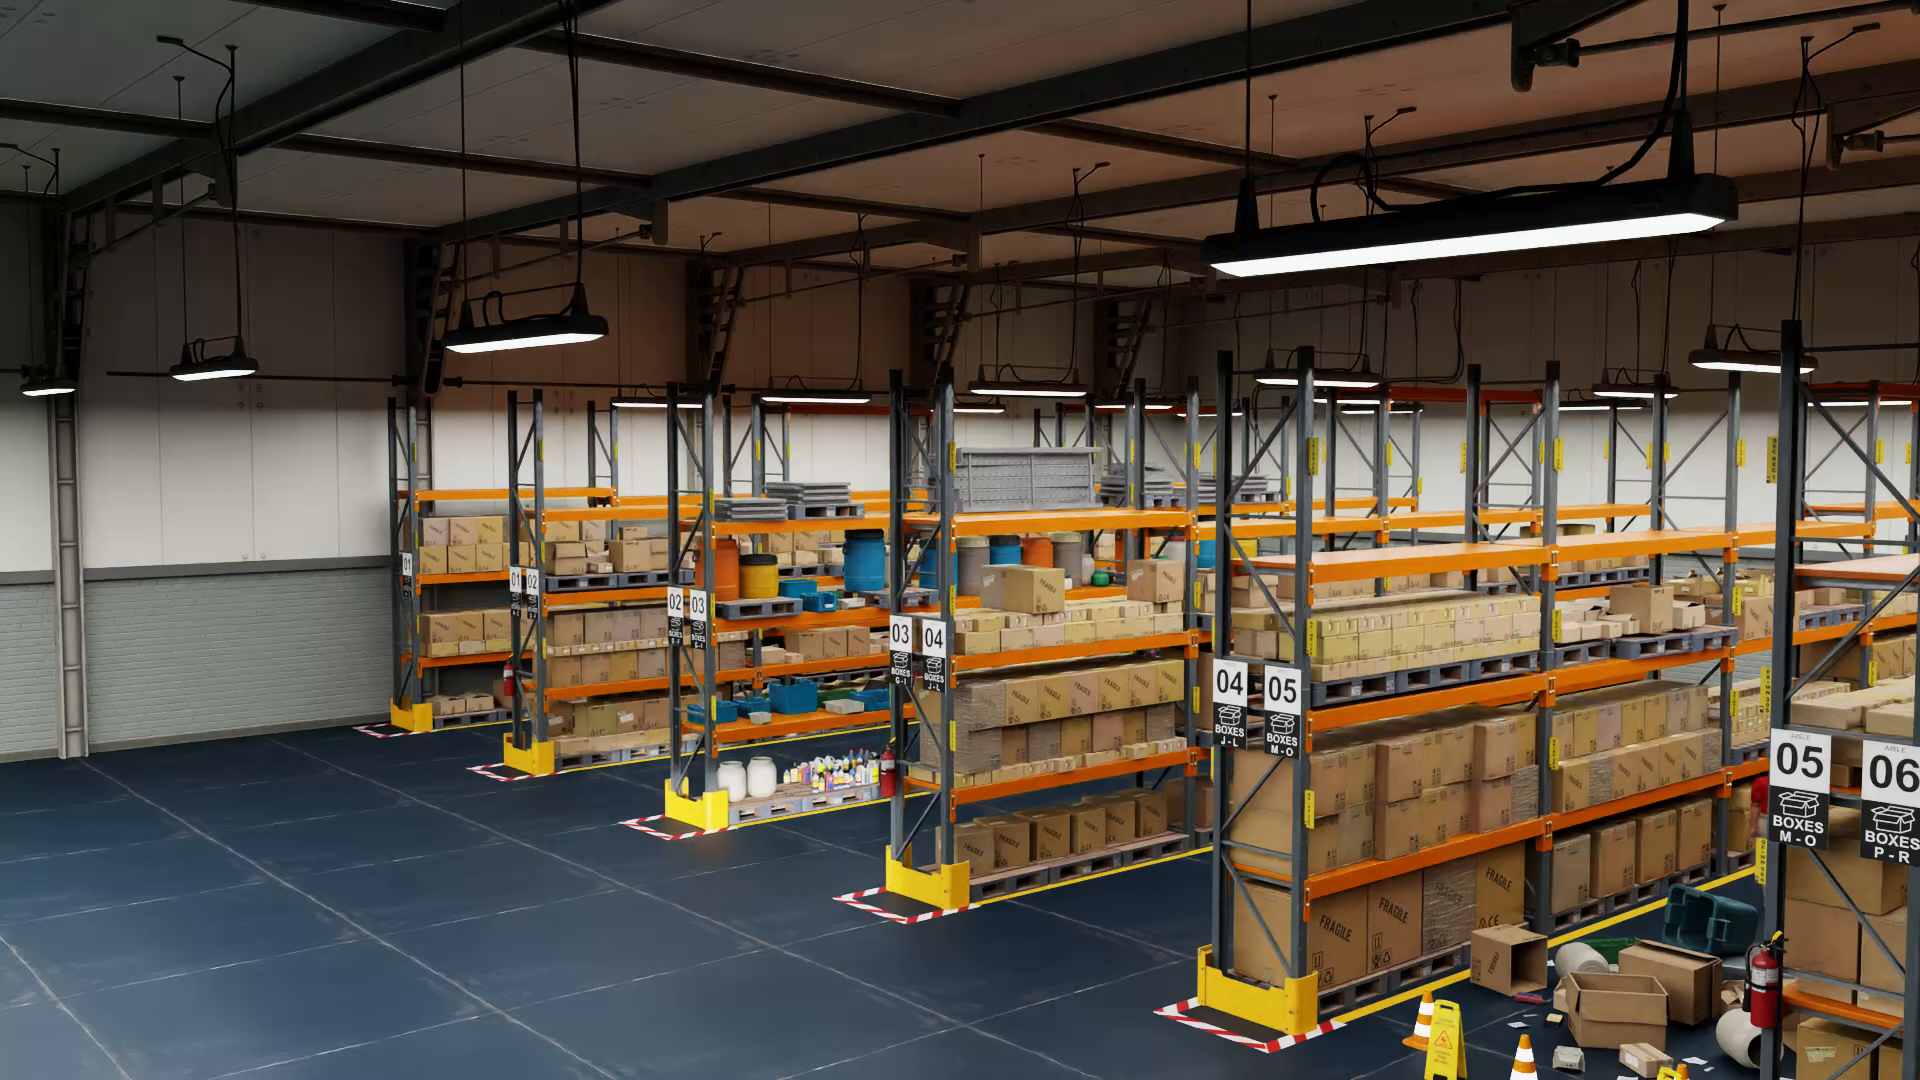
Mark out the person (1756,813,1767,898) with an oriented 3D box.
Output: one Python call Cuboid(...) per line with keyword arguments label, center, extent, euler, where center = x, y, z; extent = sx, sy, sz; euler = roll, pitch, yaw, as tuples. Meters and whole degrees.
Cuboid(label="person", center=(12.972, 3.331, 17.643), extent=(8.222, 1.456, 3.135), euler=(2, 4, 29))
